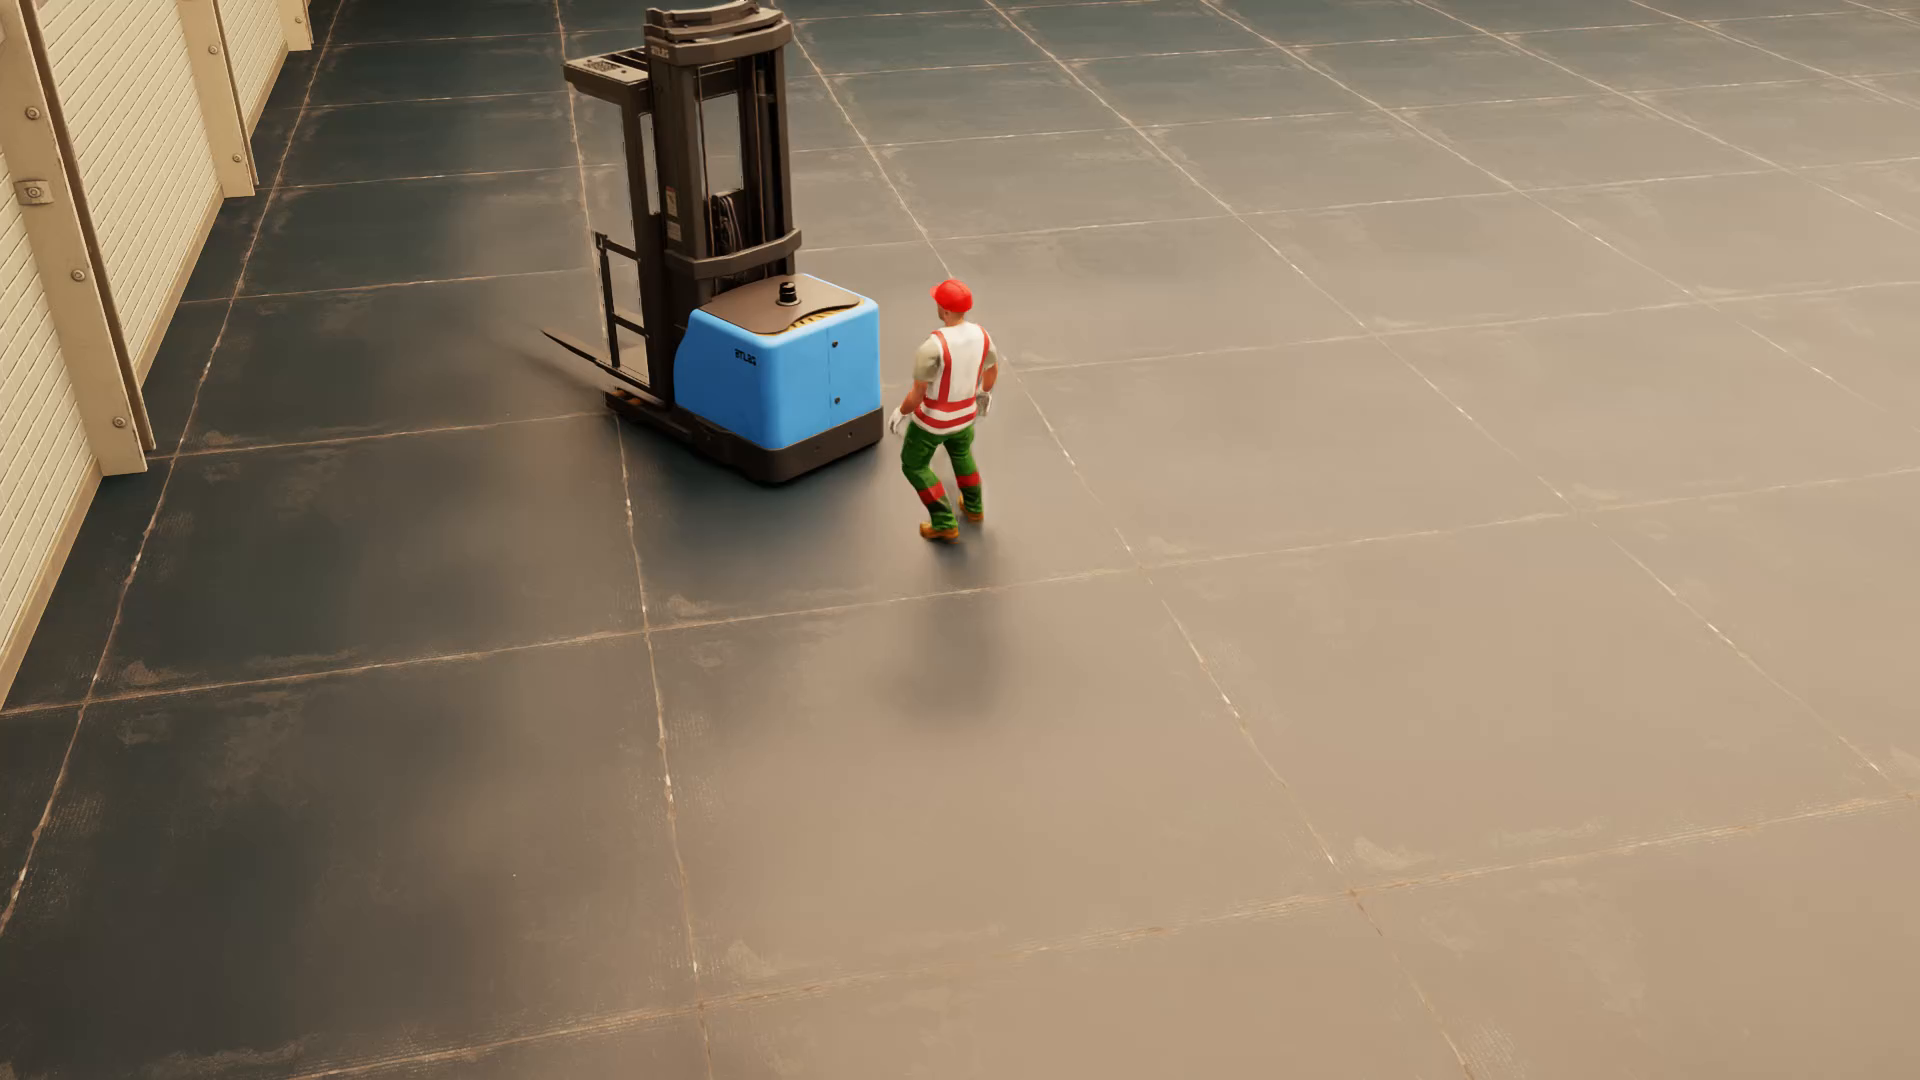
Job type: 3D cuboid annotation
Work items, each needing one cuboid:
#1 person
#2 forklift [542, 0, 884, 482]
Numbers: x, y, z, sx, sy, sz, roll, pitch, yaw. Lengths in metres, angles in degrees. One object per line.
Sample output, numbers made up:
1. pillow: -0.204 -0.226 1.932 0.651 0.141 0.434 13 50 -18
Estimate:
1. person: -0.081 -0.802 10.166 0.765 1.731 0.510 -22 37 -33
2. forklift: -1.930 -2.285 11.521 3.031 2.935 1.130 26 39 38
